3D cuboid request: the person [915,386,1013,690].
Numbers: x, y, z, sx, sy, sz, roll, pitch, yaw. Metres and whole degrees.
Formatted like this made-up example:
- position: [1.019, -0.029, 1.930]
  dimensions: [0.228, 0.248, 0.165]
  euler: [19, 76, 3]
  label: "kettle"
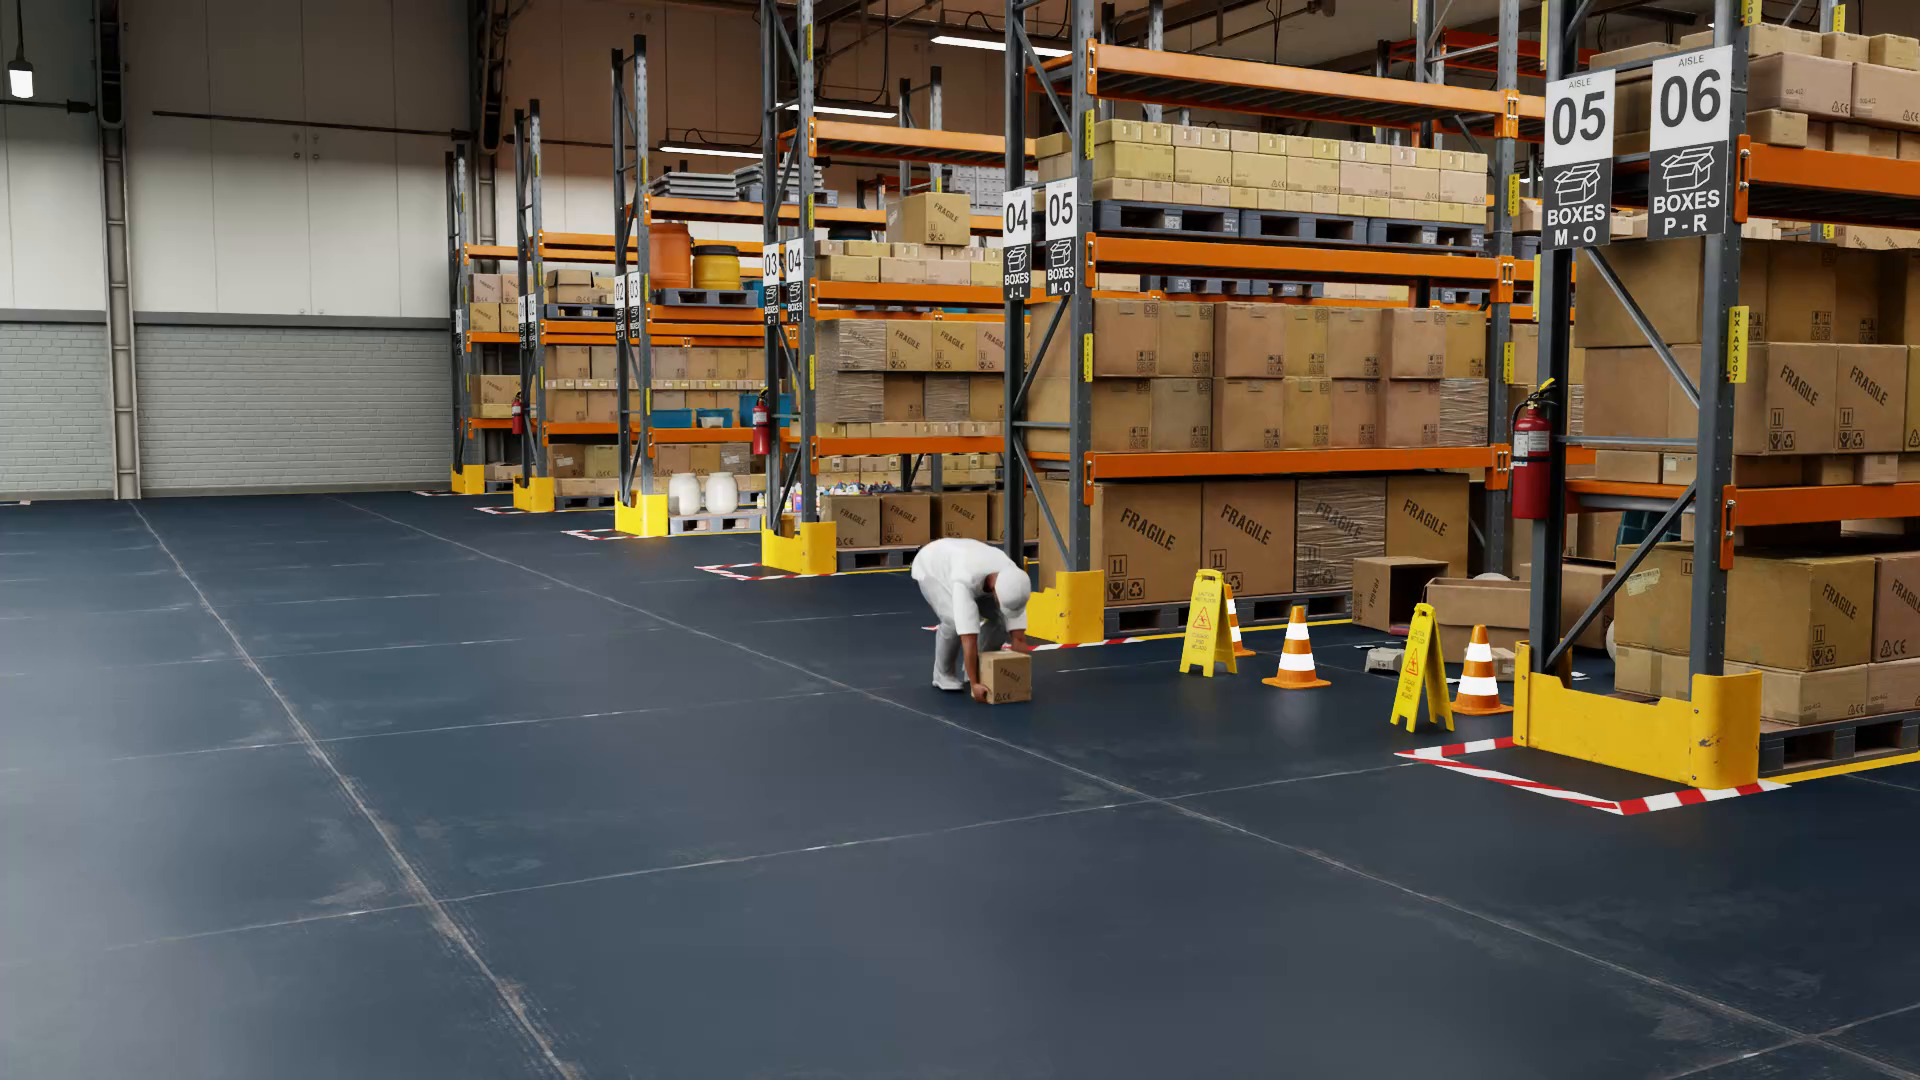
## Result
- position: [0.040, -0.011, 9.731]
  dimensions: [0.542, 1.770, 0.551]
  euler: [-3, 6, -29]
  label: "person"
